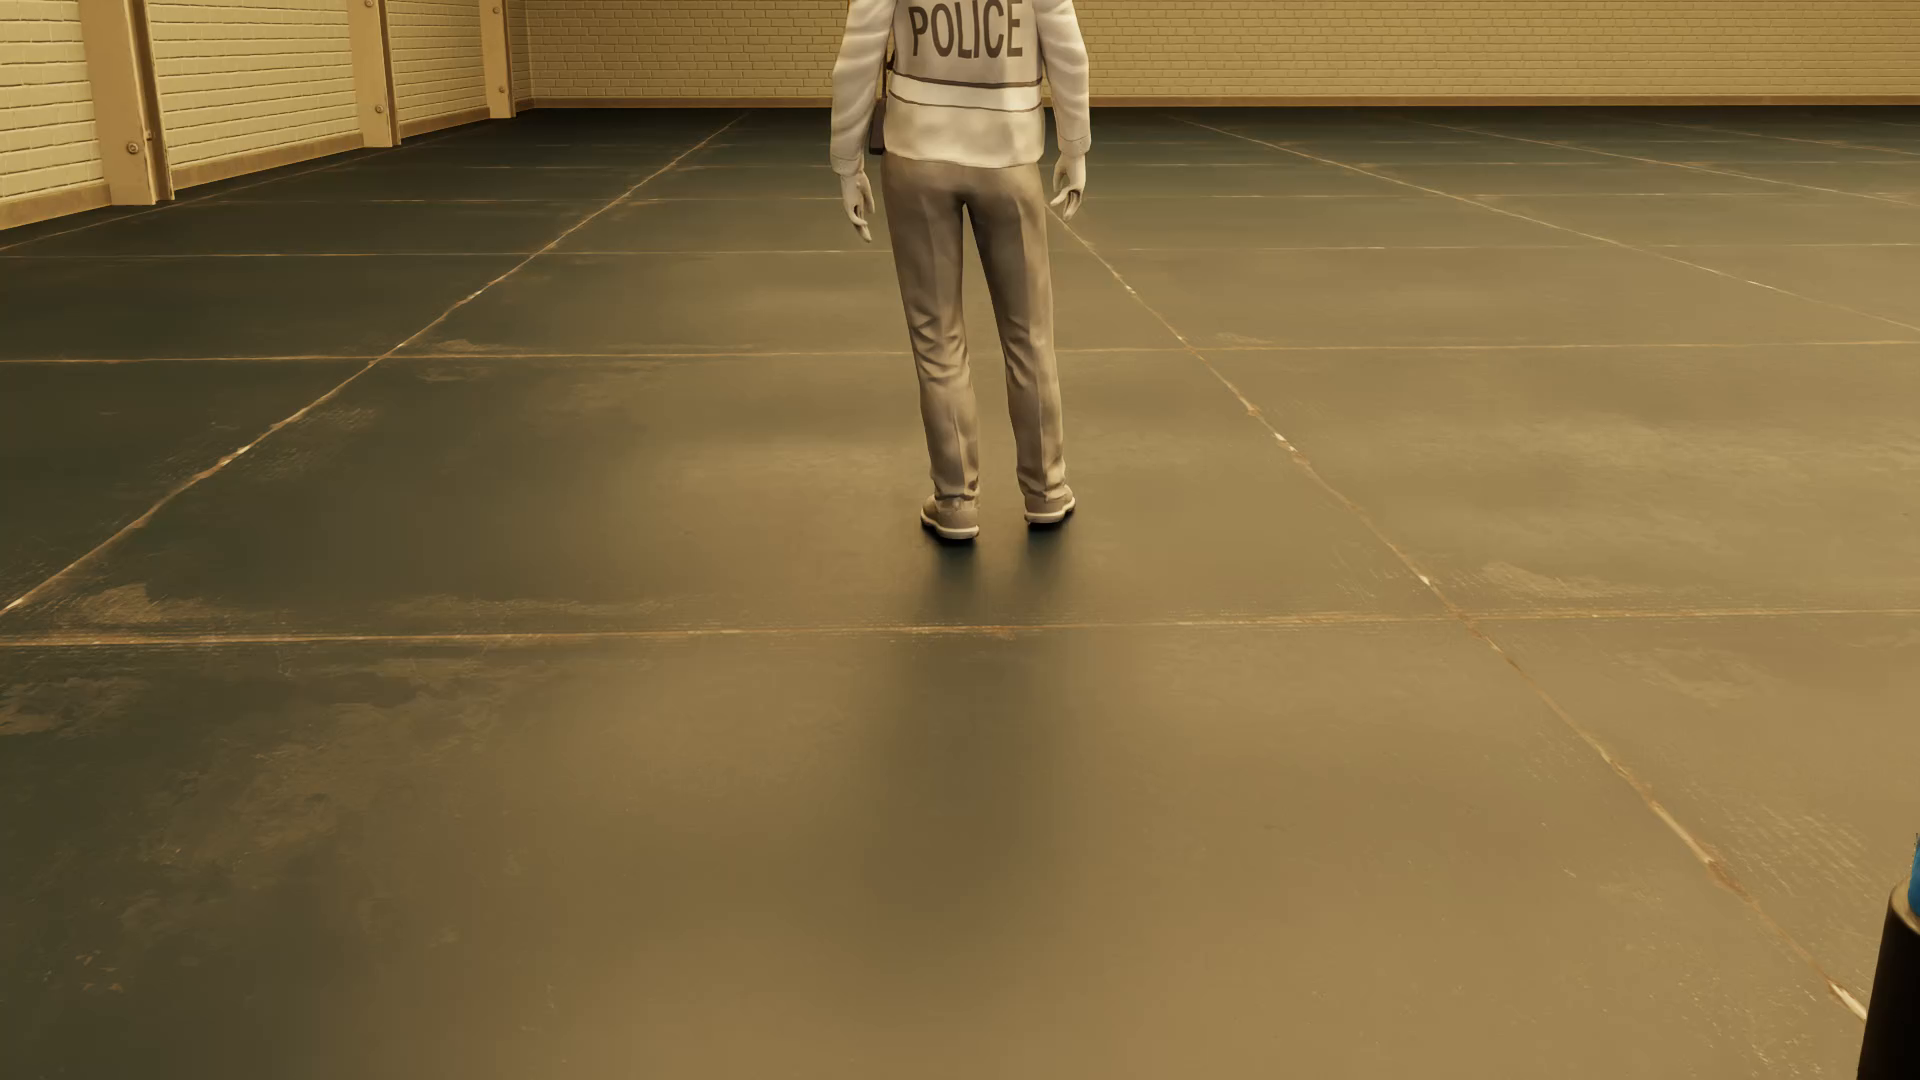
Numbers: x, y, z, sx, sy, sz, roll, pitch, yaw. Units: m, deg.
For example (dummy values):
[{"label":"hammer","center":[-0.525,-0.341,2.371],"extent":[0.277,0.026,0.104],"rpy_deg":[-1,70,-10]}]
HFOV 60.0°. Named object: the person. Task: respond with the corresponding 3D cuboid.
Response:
[{"label":"person","center":[0.004,-0.837,3.734],"extent":[0.586,1.694,0.530],"rpy_deg":[-1,17,-3]}]
